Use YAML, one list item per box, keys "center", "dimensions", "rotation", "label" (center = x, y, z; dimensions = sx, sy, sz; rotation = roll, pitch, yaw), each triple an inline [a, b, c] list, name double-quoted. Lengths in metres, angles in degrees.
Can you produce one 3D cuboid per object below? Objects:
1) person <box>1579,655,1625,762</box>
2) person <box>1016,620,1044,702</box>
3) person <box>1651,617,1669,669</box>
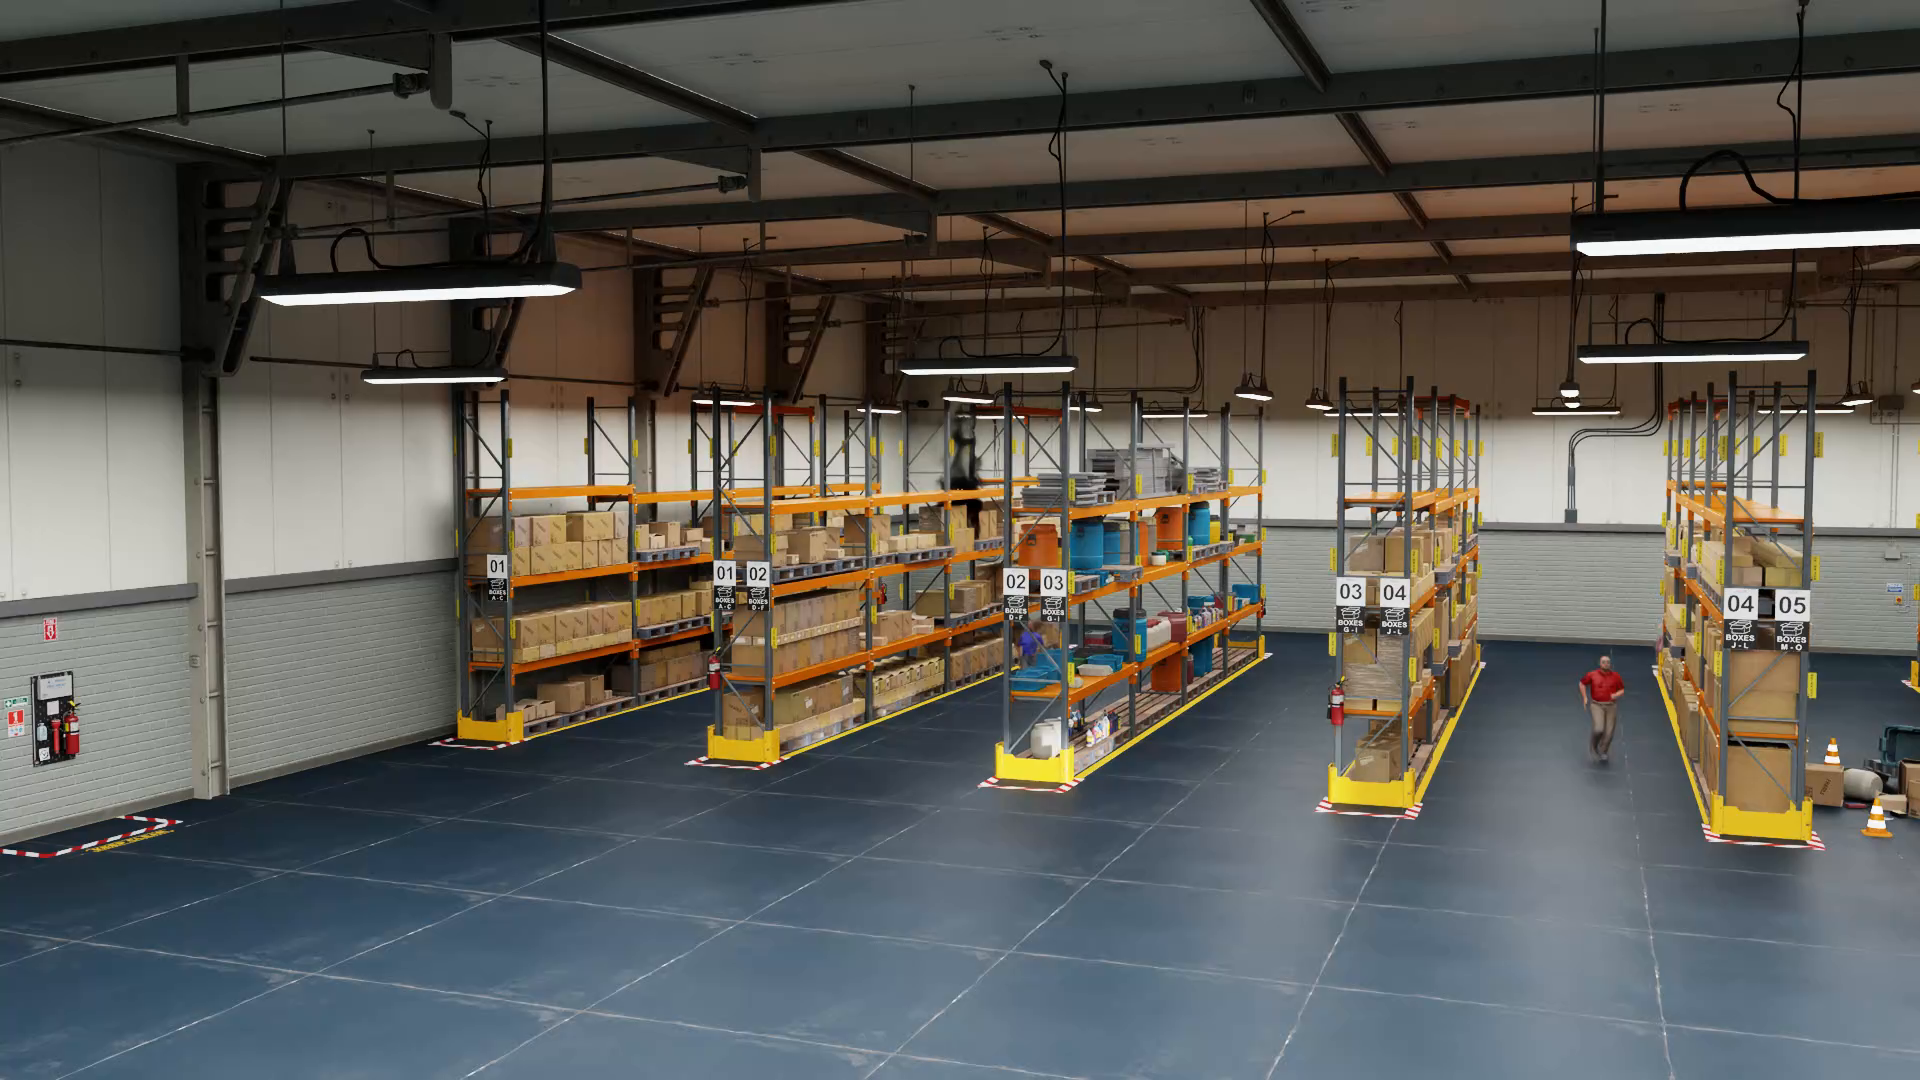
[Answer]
- center: [10.229, 2.690, 26.428]
  dimensions: [0.643, 1.702, 0.660]
  rotation: [0, 3, 8]
  label: "person"
- center: [1.378, 2.385, 32.939]
  dimensions: [0.574, 1.602, 0.586]
  rotation: [1, 3, 15]
  label: "person"
- center: [16.017, 2.129, 37.585]
  dimensions: [0.676, 1.624, 0.632]
  rotation: [1, 3, 13]
  label: "person"
